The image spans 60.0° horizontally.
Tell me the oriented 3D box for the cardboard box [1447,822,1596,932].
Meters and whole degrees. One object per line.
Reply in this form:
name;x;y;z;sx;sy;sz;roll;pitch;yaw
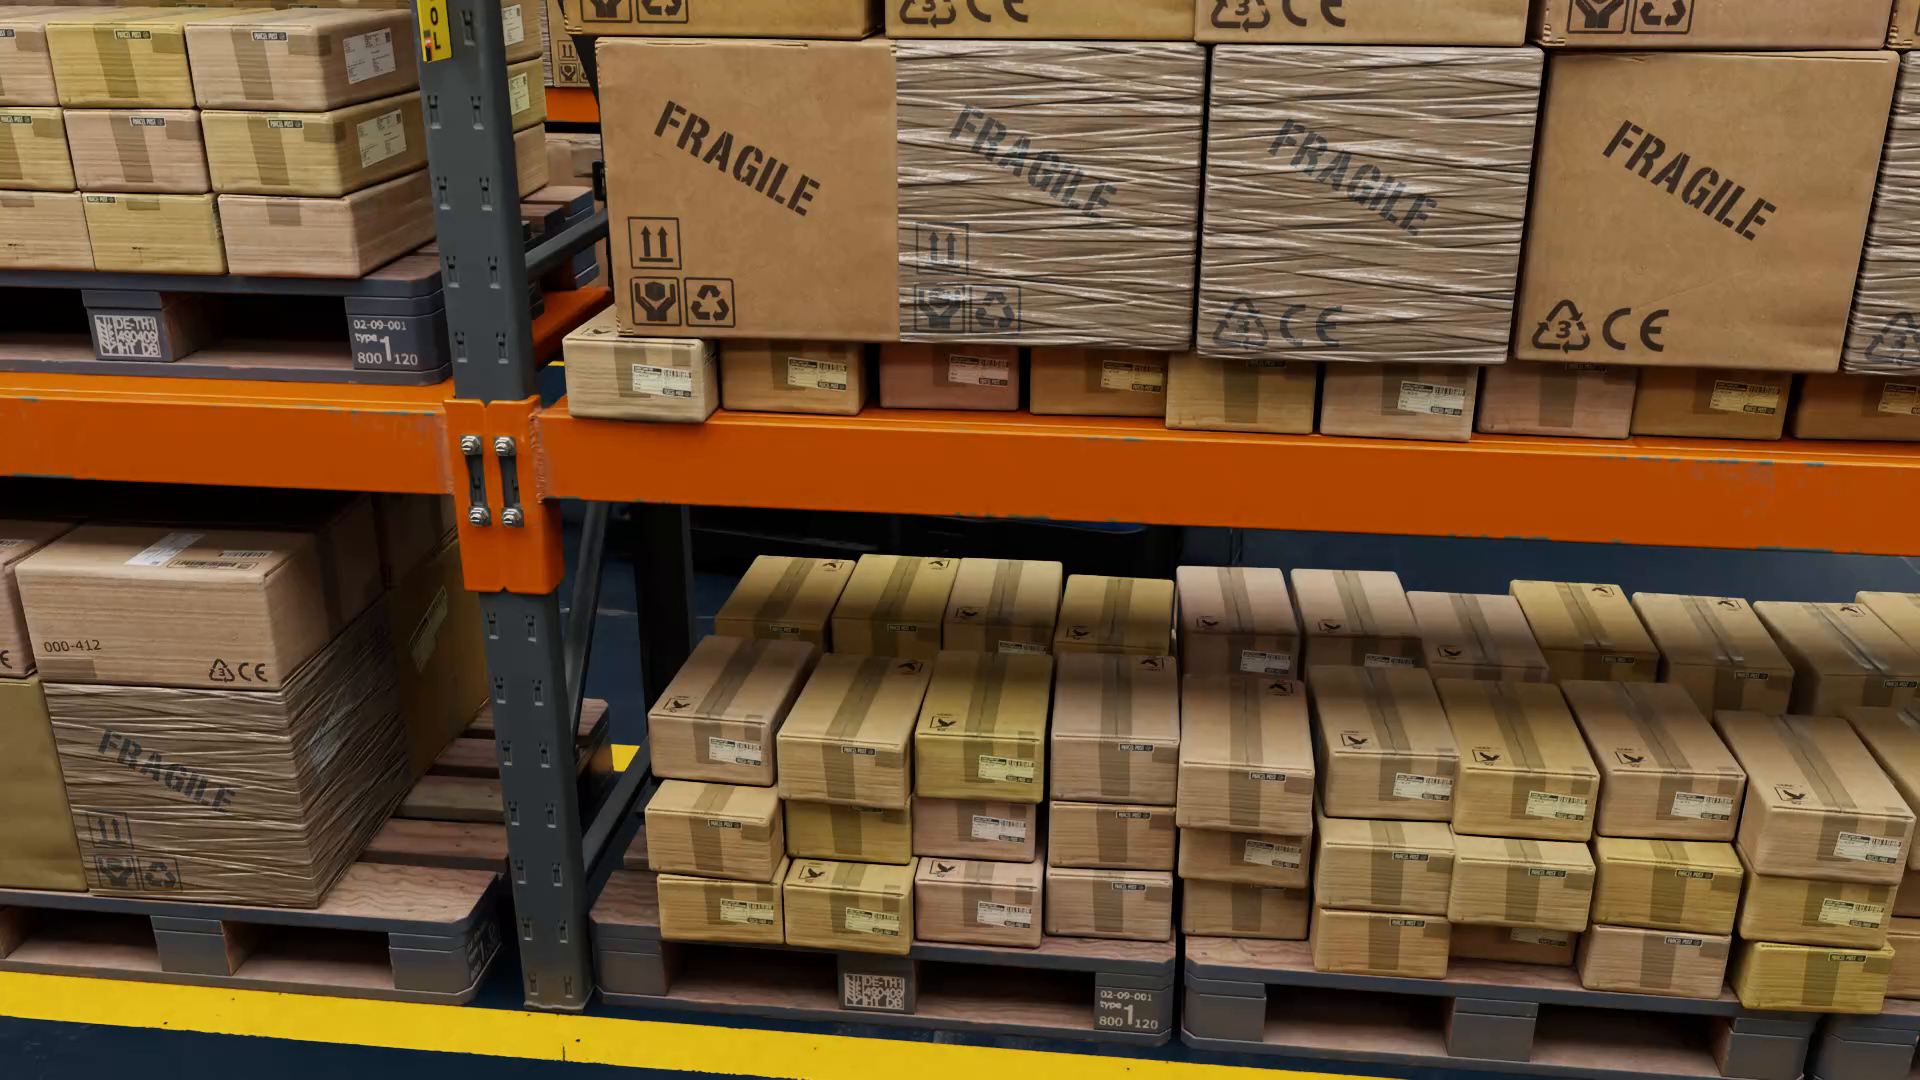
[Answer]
cardboard box;1.068;0.592;3.264;0.250;0.149;0.380;3;22;7

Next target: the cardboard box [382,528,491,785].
cardboard box;-1.488;0.243;4.073;0.500;0.500;0.500;3;22;8

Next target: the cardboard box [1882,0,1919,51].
cardboard box;1.682;-1.042;2.595;0.500;0.500;0.500;4;22;9

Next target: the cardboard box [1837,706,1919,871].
cardboard box;1.867;0.470;3.167;0.250;0.149;0.380;2;22;4

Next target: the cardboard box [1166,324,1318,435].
cardboard box;0.506;-0.321;3.015;0.250;0.149;0.380;3;22;7

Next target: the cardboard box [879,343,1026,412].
cardboard box;-0.006;-0.370;3.138;0.250;0.149;0.380;2;22;4

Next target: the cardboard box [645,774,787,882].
cardboard box;-0.463;0.530;3.422;0.250;0.149;0.380;3;22;9

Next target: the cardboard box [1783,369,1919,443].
cardboard box;1.561;-0.304;2.971;0.250;0.149;0.380;2;22;4

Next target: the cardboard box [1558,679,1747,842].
cardboard box;1.345;0.427;3.277;0.250;0.149;0.380;2;22;4

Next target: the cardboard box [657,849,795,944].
cardboard box;-0.462;0.668;3.476;0.250;0.149;0.380;2;22;4

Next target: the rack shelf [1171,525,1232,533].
rack shelf;0.836;-0.113;5.582;0.200;0.077;0.258;7;23;17

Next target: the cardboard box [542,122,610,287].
cardboard box;-1.627;-1.668;8.397;0.875;0.875;1.225;2;22;4

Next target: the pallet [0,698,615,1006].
pallet;-1.559;0.669;3.962;1.213;0.211;1.003;2;22;6

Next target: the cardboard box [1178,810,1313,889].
cardboard box;0.583;0.538;3.400;0.250;0.149;0.380;4;22;9

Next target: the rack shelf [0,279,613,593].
rack shelf;-2.772;-0.347;3.716;4.000;0.370;1.077;2;22;6

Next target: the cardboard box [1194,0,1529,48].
cardboard box;0.647;-1.086;2.708;0.500;0.500;0.500;3;22;7

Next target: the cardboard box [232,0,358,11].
cardboard box;-1.400;-1.145;3.718;0.250;0.149;0.380;3;22;8

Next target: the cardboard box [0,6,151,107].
cardboard box;-1.730;-0.920;3.147;0.250;0.149;0.380;2;22;5

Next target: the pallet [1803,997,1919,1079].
pallet;2.309;0.823;3.570;1.213;0.211;1.003;2;22;6

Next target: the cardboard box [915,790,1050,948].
cardboard box;0.056;0.672;3.467;0.250;0.149;0.380;2;22;6

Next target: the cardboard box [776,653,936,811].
cardboard box;-0.201;0.383;3.389;0.250;0.149;0.380;4;22;9

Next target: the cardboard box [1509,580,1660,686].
cardboard box;1.397;0.235;3.762;0.250;0.149;0.380;3;22;7

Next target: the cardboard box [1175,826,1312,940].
cardboard box;0.585;0.663;3.488;0.250;0.149;0.380;2;22;4

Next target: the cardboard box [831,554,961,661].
cardboard box;-0.143;0.176;3.913;0.250;0.149;0.380;3;22;7

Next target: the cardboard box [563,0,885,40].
cardboard box;-0.366;-1.136;2.834;0.500;0.500;0.500;3;22;8

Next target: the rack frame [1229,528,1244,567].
rack frame;0.932;-0.299;5.473;0.006;0.900;0.240;7;23;17

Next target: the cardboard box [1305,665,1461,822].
cardboard box;0.841;0.401;3.342;0.250;0.149;0.380;2;22;4

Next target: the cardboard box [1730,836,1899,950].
cardboard box;1.597;0.612;3.214;0.250;0.149;0.380;3;22;7

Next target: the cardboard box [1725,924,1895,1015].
cardboard box;1.613;0.751;3.267;0.250;0.149;0.380;2;22;4

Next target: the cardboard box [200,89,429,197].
cardboard box;-1.204;-0.757;3.141;0.250;0.149;0.380;3;22;8

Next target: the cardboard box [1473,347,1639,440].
cardboard box;1.043;-0.313;2.993;0.250;0.149;0.380;3;22;8

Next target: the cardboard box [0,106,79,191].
cardboard box;-1.712;-0.780;3.198;0.250;0.149;0.380;3;22;9

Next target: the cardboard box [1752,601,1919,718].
cardboard box;1.927;0.279;3.652;0.250;0.149;0.380;1;22;4

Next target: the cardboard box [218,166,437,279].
cardboard box;-1.203;-0.618;3.195;0.250;0.149;0.380;2;22;5

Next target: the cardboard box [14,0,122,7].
cardboard box;-1.902;-1.169;3.778;0.250;0.149;0.380;2;22;6

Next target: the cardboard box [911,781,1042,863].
cardboard box;0.045;0.505;3.484;0.250;0.149;0.380;2;22;6

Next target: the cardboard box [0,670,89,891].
cardboard box;-2.059;0.410;3.652;0.500;0.500;0.500;2;22;5

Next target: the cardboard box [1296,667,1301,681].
cardboard box;0.860;0.376;3.810;0.250;0.149;0.380;1;22;4

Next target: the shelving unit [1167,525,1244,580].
shelving unit;0.836;-0.311;5.503;0.210;0.900;0.258;7;23;17

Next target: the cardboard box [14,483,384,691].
cardboard box;-1.555;0.083;3.458;0.500;0.250;0.500;2;22;5

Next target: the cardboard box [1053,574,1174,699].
cardboard box;0.353;0.224;3.792;0.250;0.149;0.380;3;22;8

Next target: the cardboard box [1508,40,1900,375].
cardboard box;1.201;-0.600;2.838;0.500;0.500;0.500;4;22;9

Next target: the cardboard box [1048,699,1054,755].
cardboard box;0.341;0.354;3.867;0.250;0.149;0.380;3;22;7

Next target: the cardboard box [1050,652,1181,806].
cardboard box;0.317;0.379;3.399;0.250;0.149;0.380;2;22;5

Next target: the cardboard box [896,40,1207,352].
cardboard box;0.169;-0.648;2.958;0.500;0.500;0.500;2;22;6

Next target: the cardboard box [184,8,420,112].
cardboard box;-1.207;-0.896;3.088;0.250;0.149;0.380;3;22;9

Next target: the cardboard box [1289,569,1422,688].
cardboard box;0.902;0.209;3.829;0.250;0.149;0.380;2;22;4

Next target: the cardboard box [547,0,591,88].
cardboard box;-1.608;-2.413;7.827;0.500;0.500;0.500;2;22;6

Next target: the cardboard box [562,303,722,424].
cardboard box;-0.543;-0.347;3.078;0.250;0.149;0.380;3;22;8

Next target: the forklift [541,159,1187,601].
forklift;-0.703;-1.446;5.610;3.031;2.935;1.130;7;23;17

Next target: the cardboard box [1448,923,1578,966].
cardboard box;1.101;0.693;3.413;0.250;0.149;0.380;3;22;8

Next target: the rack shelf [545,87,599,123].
rack shelf;-2.087;-2.154;8.286;4.000;0.370;1.077;2;22;6

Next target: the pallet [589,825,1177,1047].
pallet;-0.114;0.718;3.837;1.213;0.211;1.003;2;22;6

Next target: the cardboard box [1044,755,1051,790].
cardboard box;0.162;0.458;4.009;0.250;0.149;0.380;2;22;5

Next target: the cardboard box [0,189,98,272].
cardboard box;-1.708;-0.641;3.252;0.250;0.149;0.380;2;22;6
